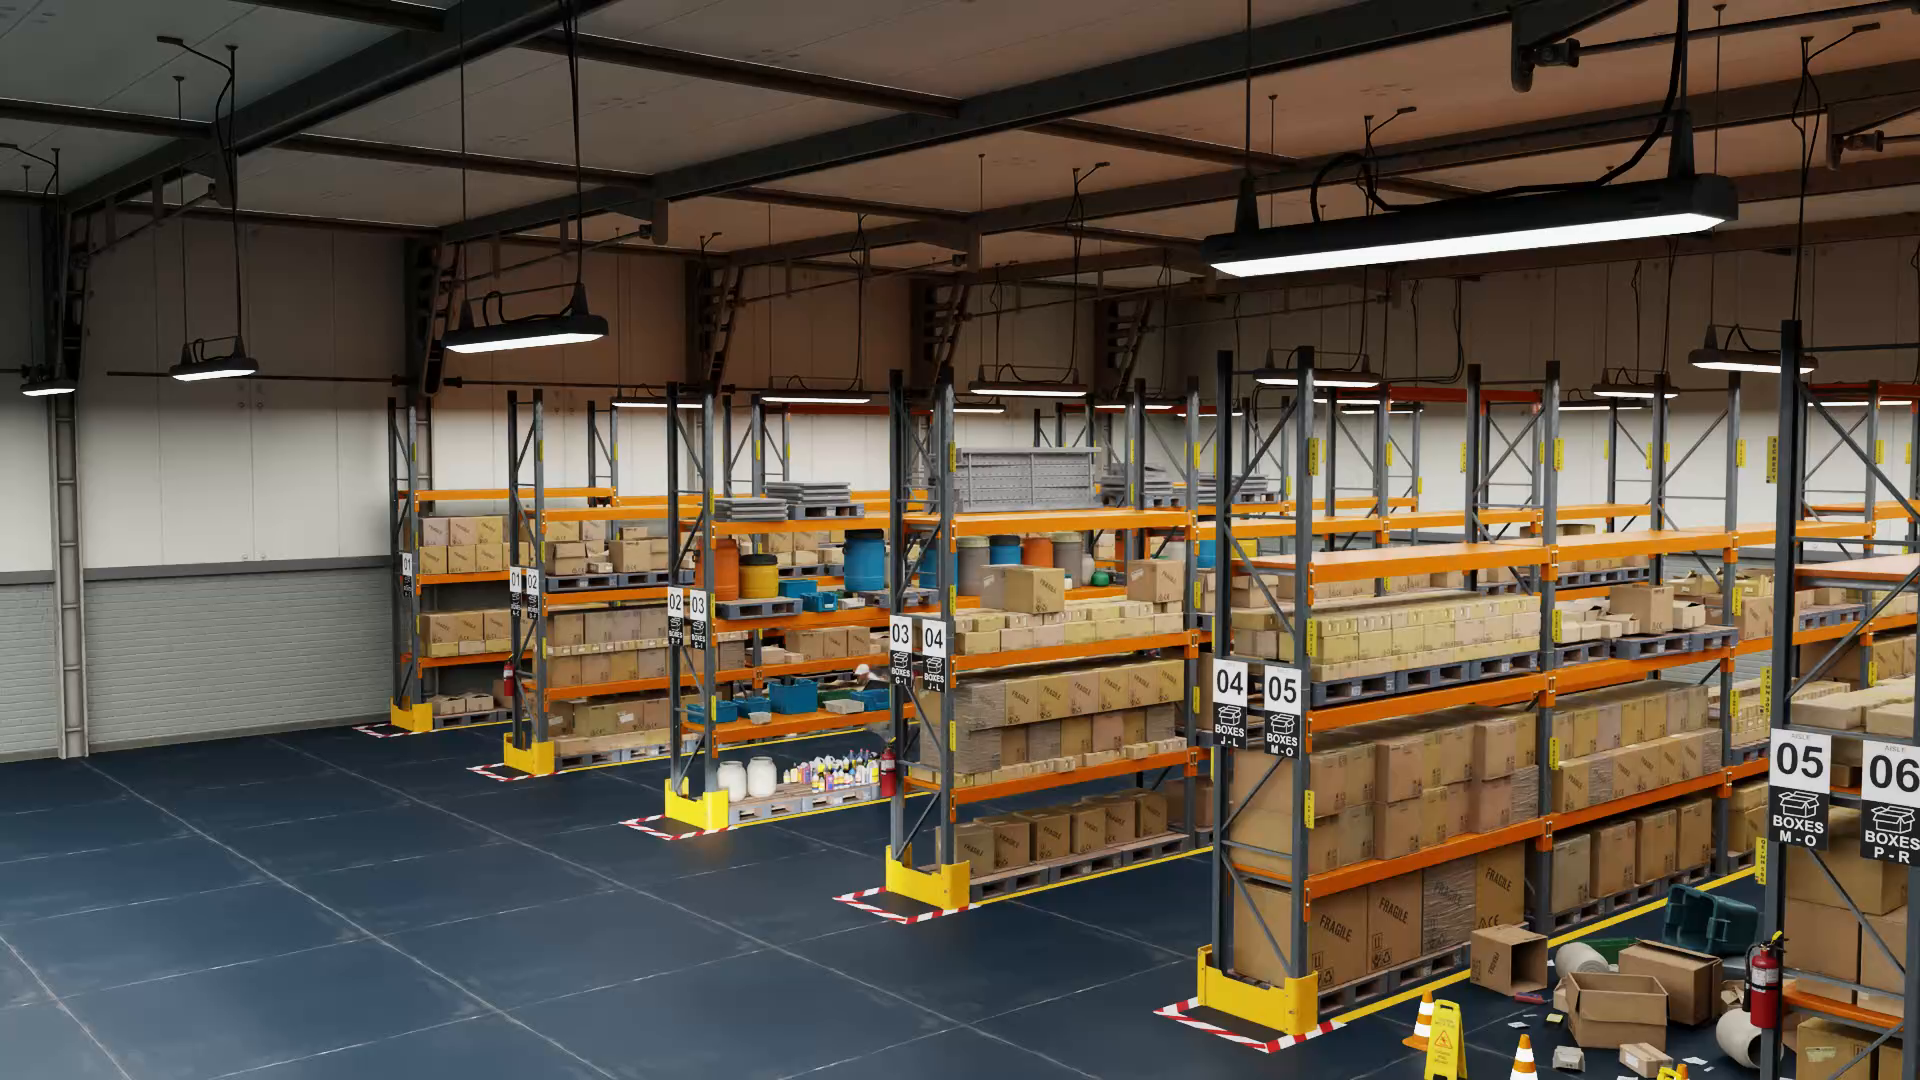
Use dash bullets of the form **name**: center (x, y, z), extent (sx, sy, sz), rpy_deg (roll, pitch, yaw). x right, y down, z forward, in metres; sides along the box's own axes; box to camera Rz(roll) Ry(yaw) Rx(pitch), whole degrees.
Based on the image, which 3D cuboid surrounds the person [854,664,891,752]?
- **person**: center (-1.387, 2.778, 27.500), extent (1.008, 1.529, 0.704), rpy_deg (-2, 4, -29)

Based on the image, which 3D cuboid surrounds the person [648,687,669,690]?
- **person**: center (-5.434, 2.632, 29.520), extent (0.578, 1.655, 0.961), rpy_deg (2, 4, 36)
